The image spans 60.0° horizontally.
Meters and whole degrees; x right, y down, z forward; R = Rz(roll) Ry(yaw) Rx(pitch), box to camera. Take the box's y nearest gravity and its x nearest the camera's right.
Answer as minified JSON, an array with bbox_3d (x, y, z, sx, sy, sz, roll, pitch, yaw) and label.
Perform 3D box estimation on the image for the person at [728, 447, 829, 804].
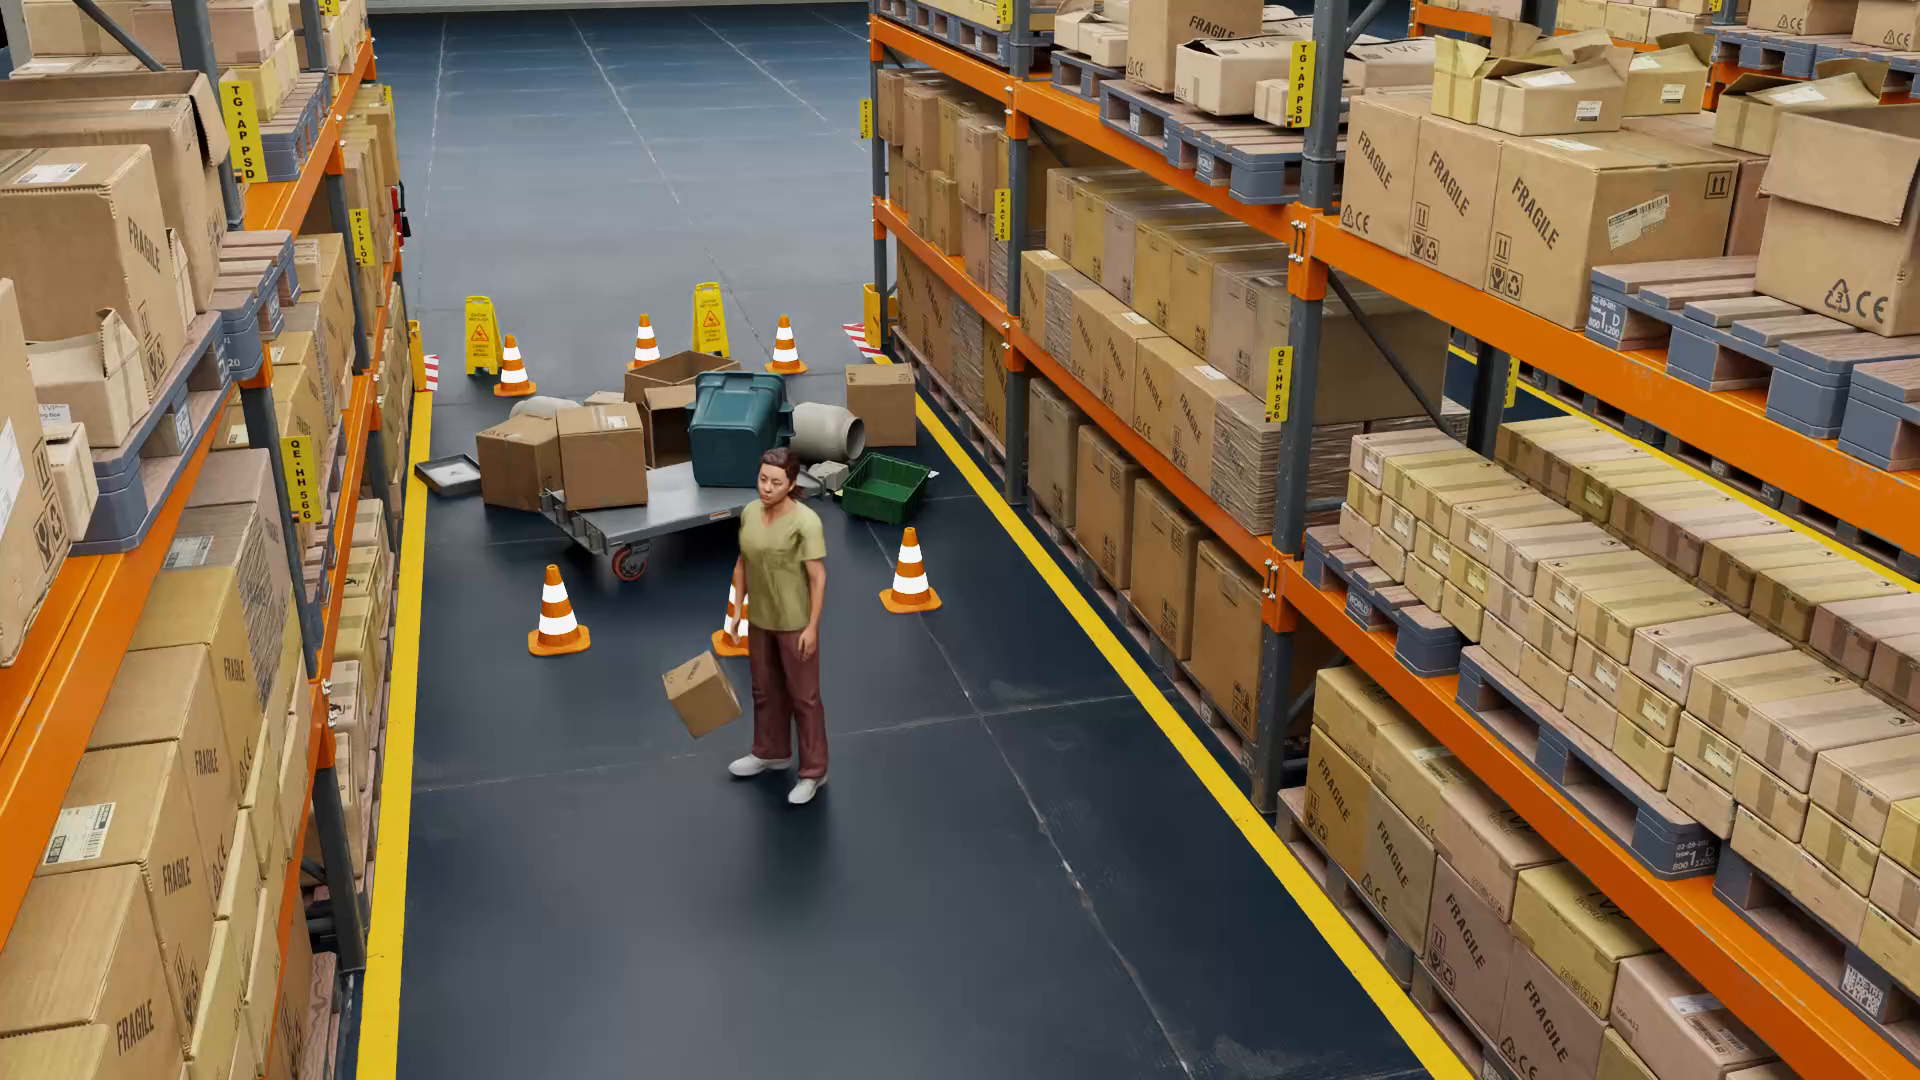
[{"bbox_3d":[-0.841,0.381,7.654,0.544,1.676,0.397,14,27,29],"label":"person"}]
